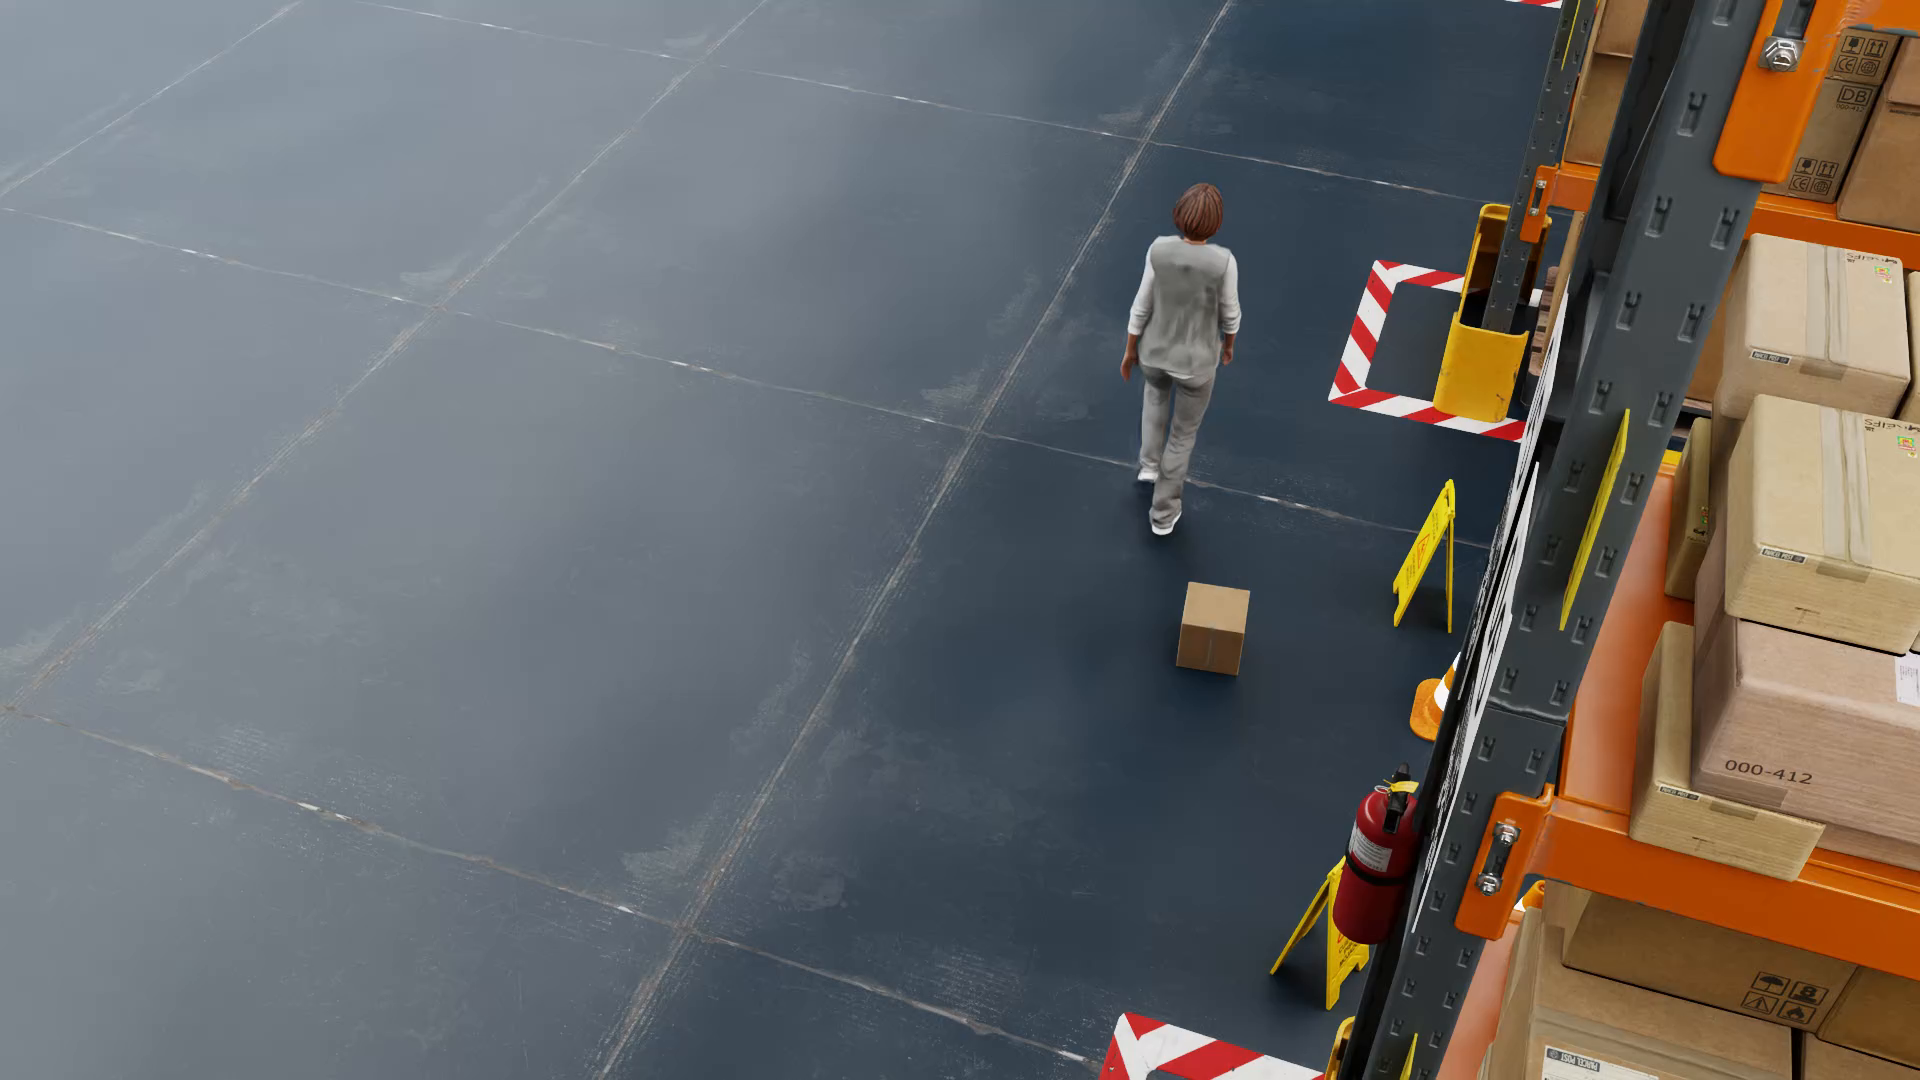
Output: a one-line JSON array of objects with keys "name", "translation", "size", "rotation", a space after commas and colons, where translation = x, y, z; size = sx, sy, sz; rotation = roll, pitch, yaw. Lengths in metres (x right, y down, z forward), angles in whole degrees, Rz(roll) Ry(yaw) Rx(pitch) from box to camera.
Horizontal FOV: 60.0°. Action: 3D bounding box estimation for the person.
[{"name": "person", "translation": [0.913, -0.736, 6.991], "size": [0.450, 1.636, 0.527], "rotation": [16, 45, 17]}]
